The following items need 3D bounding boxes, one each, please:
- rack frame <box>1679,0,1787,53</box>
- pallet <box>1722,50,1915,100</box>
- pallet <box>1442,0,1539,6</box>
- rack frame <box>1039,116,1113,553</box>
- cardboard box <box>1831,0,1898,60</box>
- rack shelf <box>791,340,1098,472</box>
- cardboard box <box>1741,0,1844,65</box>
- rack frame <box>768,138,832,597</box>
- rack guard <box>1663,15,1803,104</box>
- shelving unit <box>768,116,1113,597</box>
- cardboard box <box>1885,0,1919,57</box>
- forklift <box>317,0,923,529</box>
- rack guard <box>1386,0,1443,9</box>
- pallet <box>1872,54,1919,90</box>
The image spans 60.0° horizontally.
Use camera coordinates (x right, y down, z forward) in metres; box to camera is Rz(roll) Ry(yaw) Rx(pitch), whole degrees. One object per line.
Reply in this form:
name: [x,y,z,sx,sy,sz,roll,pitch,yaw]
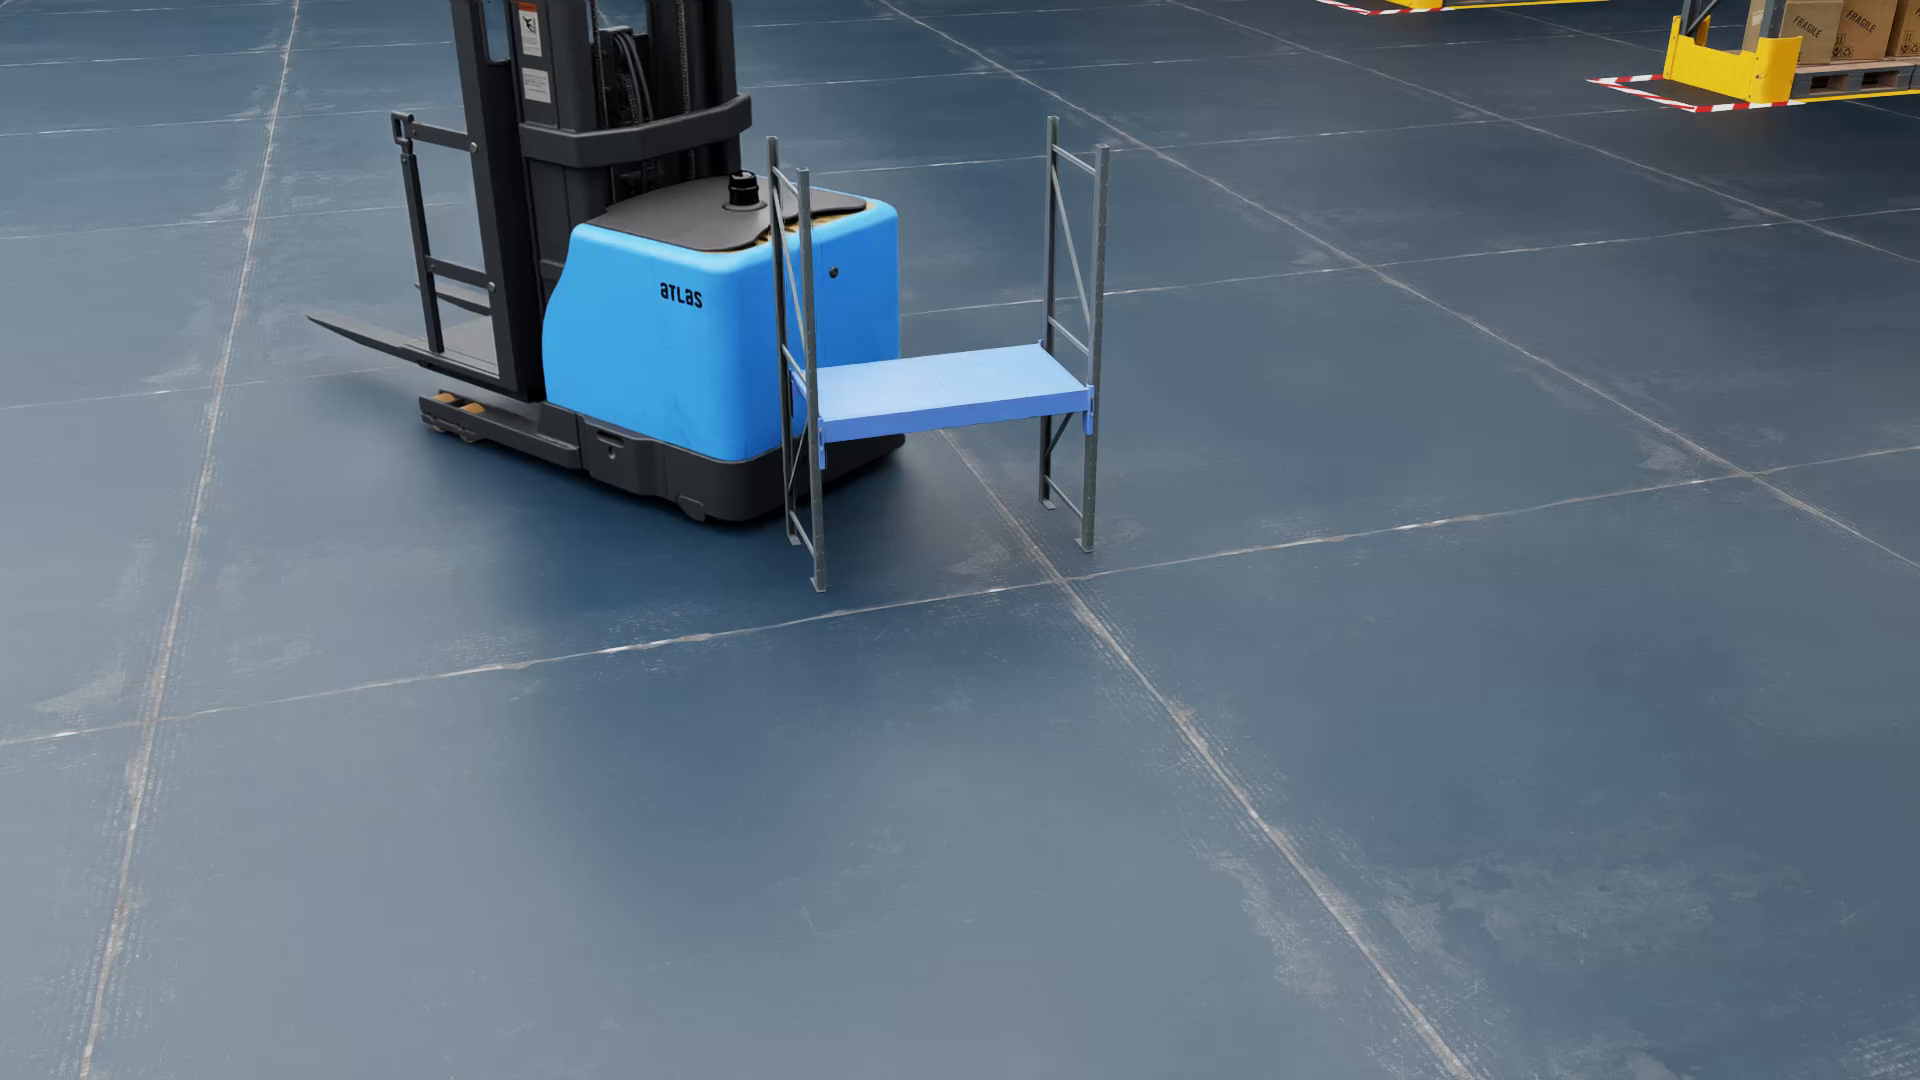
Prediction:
rack frame: [6.259,-5.075,13.099,0.127,3.000,1.000,-8,28,-16]
pallet: [7.115,-3.933,13.935,1.213,0.211,1.003,-8,28,-16]
pallet: [5.557,-6.060,18.219,1.213,0.211,1.003,-8,28,-16]
rack frame: [0.410,-0.730,6.034,0.032,1.500,0.500,-9,28,-17]
cardboard box: [7.416,-4.319,13.915,0.500,0.500,0.500,-1,26,-3]
rack shelf: [-0.070,-0.494,5.963,1.000,0.185,0.538,-9,28,-17]
cardboard box: [6.858,-4.222,13.720,0.500,0.500,0.500,-3,27,-7]
rack frame: [-0.549,-0.580,5.732,0.032,1.500,0.500,-9,28,-17]
rack guard: [6.332,-3.966,13.676,0.348,0.500,1.175,-8,28,-16]
shelving unit: [-0.070,-0.655,5.883,1.048,1.500,0.538,-9,28,-17]
cardboard box: [8.017,-4.397,14.073,0.500,0.500,0.500,-6,27,-11]
forklift: [-1.633,-1.868,6.717,3.031,2.935,1.130,19,32,33]
rack guard: [4.783,-6.080,17.934,0.348,0.500,1.175,-8,28,-16]
pallet: [8.273,-4.100,14.271,1.213,0.211,1.003,-8,28,-16]
